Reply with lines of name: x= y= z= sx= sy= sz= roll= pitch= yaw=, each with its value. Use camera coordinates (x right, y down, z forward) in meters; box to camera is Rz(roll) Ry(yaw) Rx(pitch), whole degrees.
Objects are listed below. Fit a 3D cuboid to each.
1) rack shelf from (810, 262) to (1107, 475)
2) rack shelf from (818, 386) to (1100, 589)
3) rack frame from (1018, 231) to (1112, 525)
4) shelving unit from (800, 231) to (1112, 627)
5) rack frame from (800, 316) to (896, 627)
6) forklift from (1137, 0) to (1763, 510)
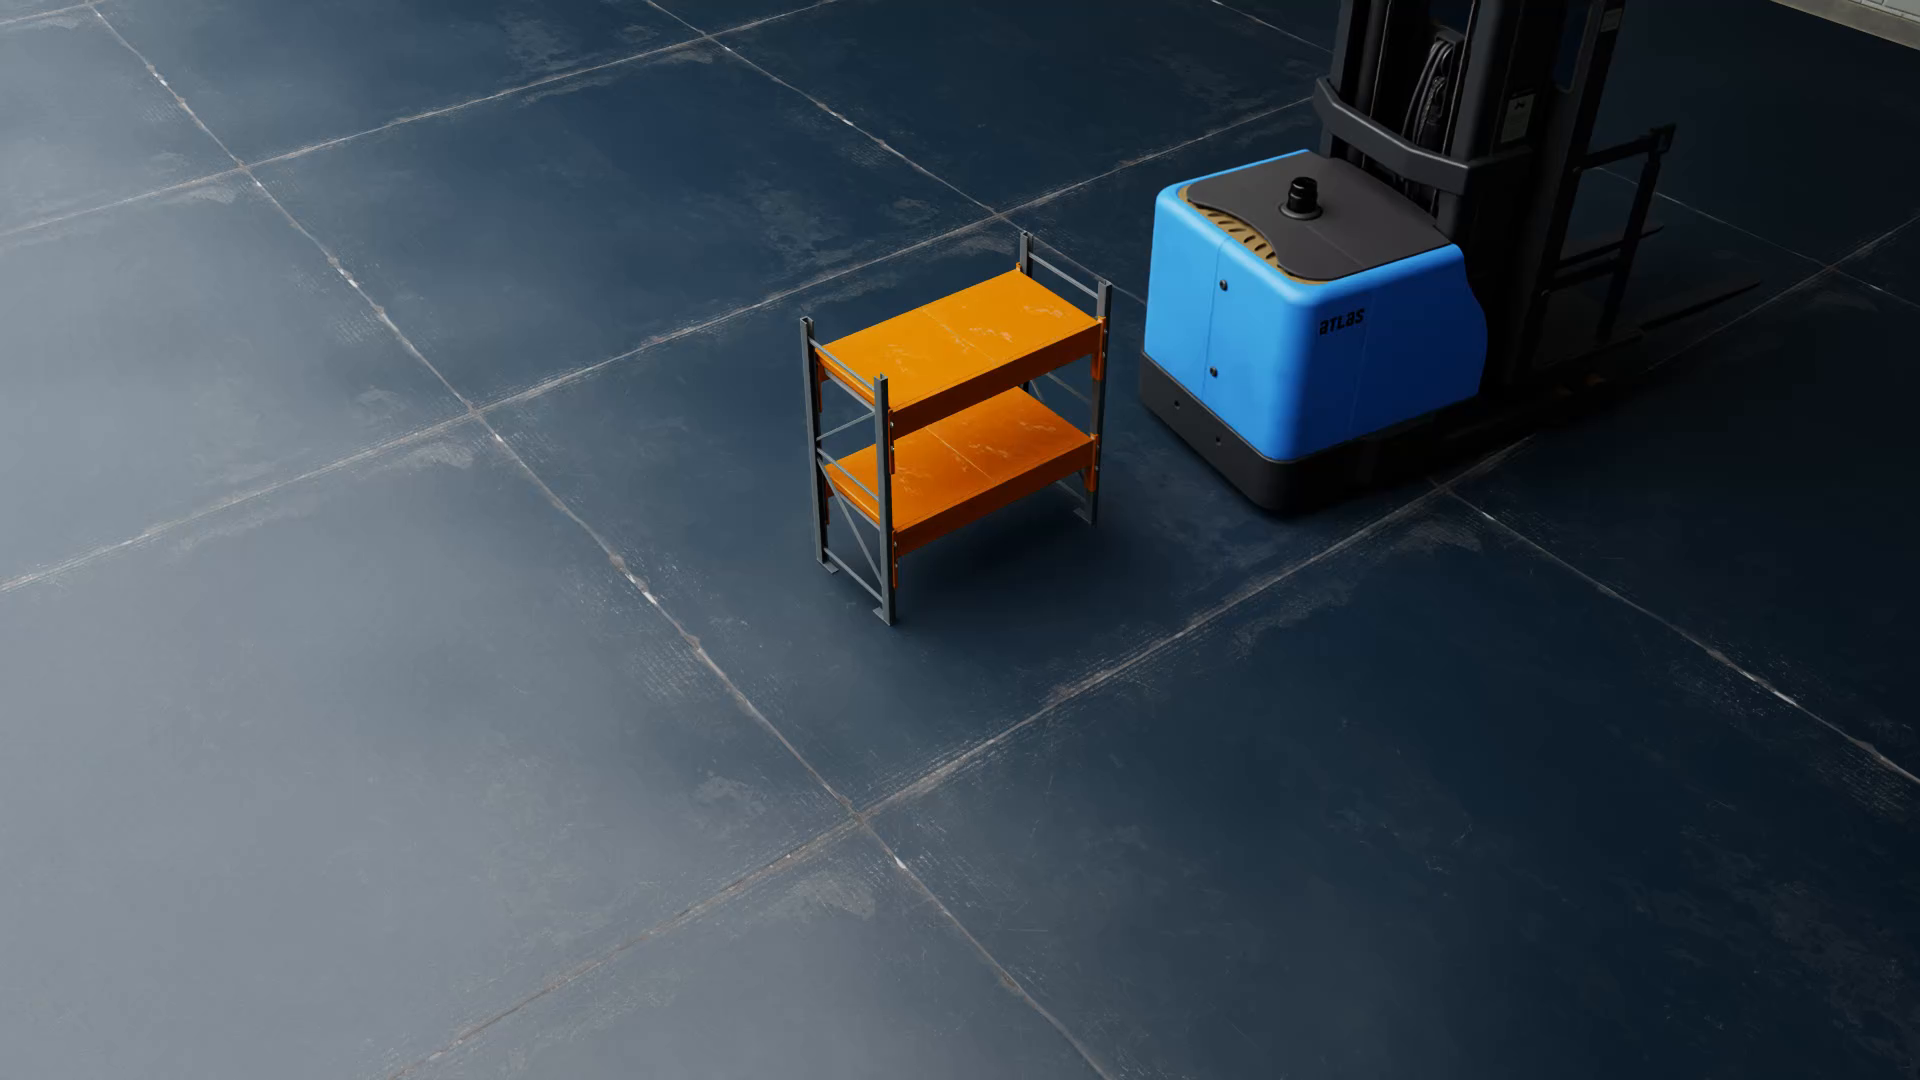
rack shelf: x=-0.005 y=-0.659 z=6.204 sx=1.000 sy=0.278 sz=0.538 roll=-26 pitch=46 yaw=-28
rack shelf: x=-0.005 y=-0.243 z=6.545 sx=1.000 sy=0.278 sz=0.538 roll=-26 pitch=46 yaw=-28
rack frame: x=0.398 y=-0.629 z=6.630 sx=0.032 sy=1.125 sz=0.500 roll=-26 pitch=46 yaw=-28
shelving unit: x=-0.005 y=-0.432 z=6.390 sx=1.048 sy=1.125 sz=0.538 roll=-26 pitch=46 yaw=-28
rack frame: x=-0.408 y=-0.236 z=6.151 sx=0.032 sy=1.125 sz=0.500 roll=-26 pitch=46 yaw=-28
forklift: x=2.333 y=-1.926 z=6.787 sx=3.031 sy=2.935 sz=1.130 roll=-19 pitch=43 yaw=-22
